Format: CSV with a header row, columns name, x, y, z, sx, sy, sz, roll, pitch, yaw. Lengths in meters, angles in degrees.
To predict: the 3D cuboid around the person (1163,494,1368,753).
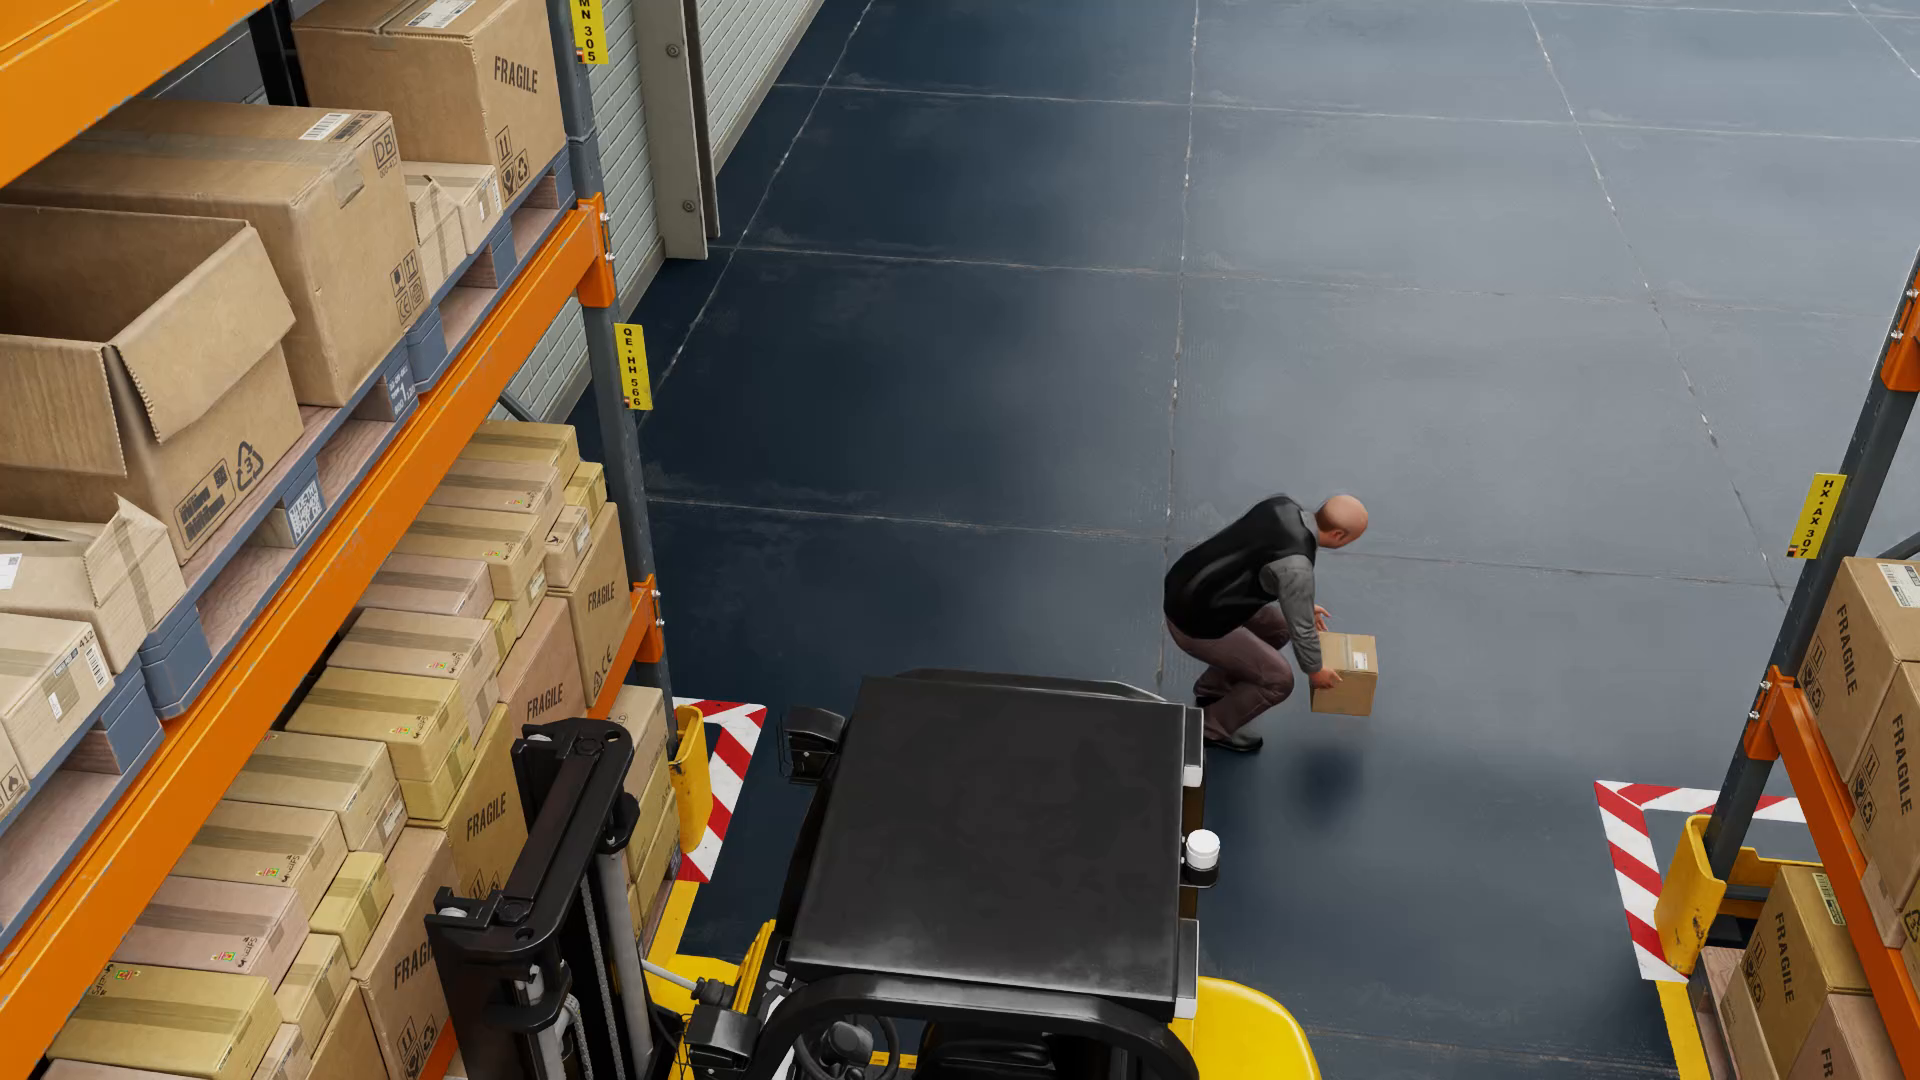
name,x,y,z,sx,sy,sz,roll,pitch,yaw
person,1.262,0.305,7.085,0.798,1.205,0.579,4,36,6
